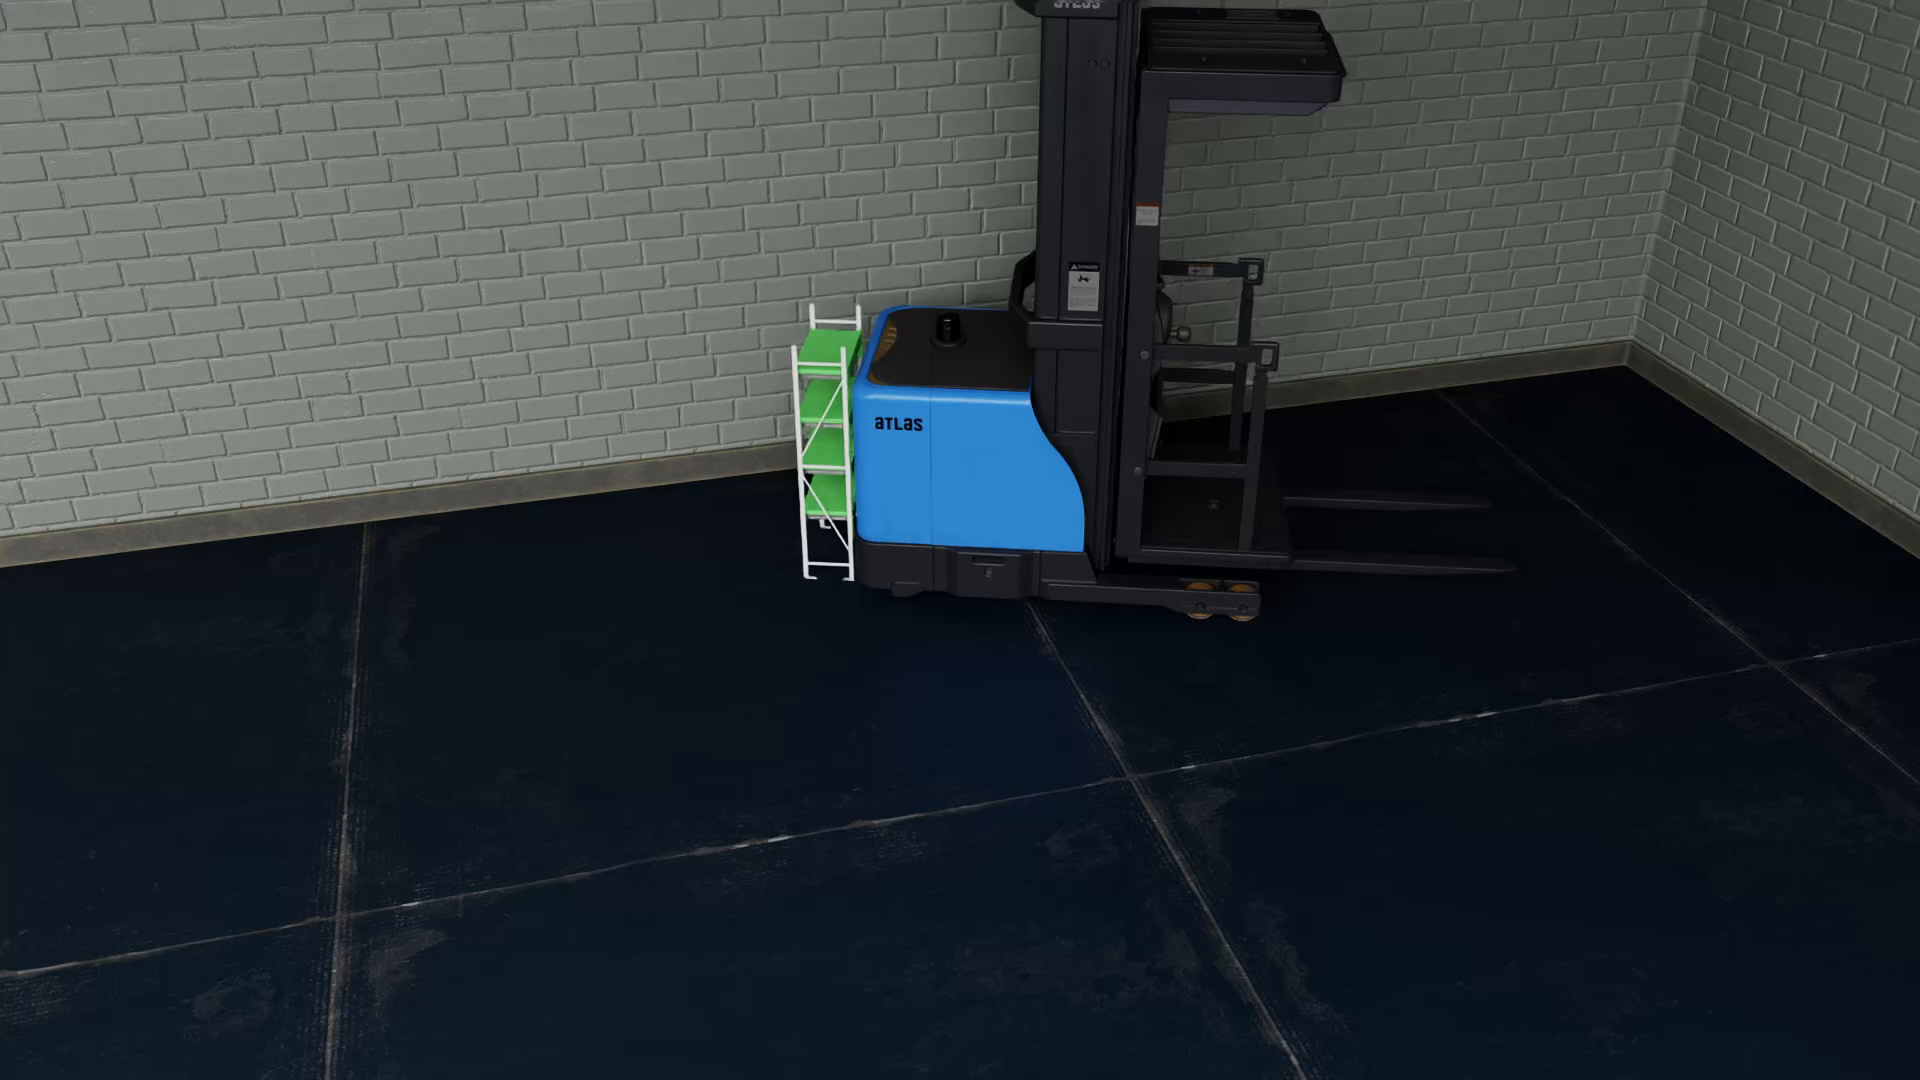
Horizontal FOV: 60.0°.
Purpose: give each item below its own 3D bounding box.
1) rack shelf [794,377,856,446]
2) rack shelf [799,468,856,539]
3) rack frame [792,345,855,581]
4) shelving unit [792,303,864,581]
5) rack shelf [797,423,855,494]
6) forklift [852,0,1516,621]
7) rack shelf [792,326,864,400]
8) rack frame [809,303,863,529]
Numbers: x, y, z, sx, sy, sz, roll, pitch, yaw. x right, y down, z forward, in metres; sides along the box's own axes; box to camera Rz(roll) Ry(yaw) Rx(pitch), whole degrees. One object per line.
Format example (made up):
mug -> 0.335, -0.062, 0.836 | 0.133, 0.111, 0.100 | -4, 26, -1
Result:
rack shelf -> -0.602, -0.608, 7.751 | 0.258, 0.148, 0.480 | 2, 30, 4
rack shelf -> -0.602, -0.193, 7.992 | 0.258, 0.148, 0.480 | 2, 30, 4
rack frame -> -0.623, -0.334, 7.629 | 0.240, 1.200, 0.015 | 2, 30, 4
shelving unit -> -0.602, -0.456, 7.840 | 0.258, 1.200, 0.503 | 2, 30, 4
rack shelf -> -0.602, -0.400, 7.872 | 0.258, 0.148, 0.480 | 2, 30, 4
forklift -> 1.059, -1.178, 7.359 | 3.031, 2.935, 1.130 | 3, 30, 5
rack shelf -> -0.602, -0.816, 7.631 | 0.258, 0.148, 0.480 | 2, 30, 4
rack frame -> -0.582, -0.578, 8.050 | 0.240, 1.200, 0.015 | 2, 30, 4
